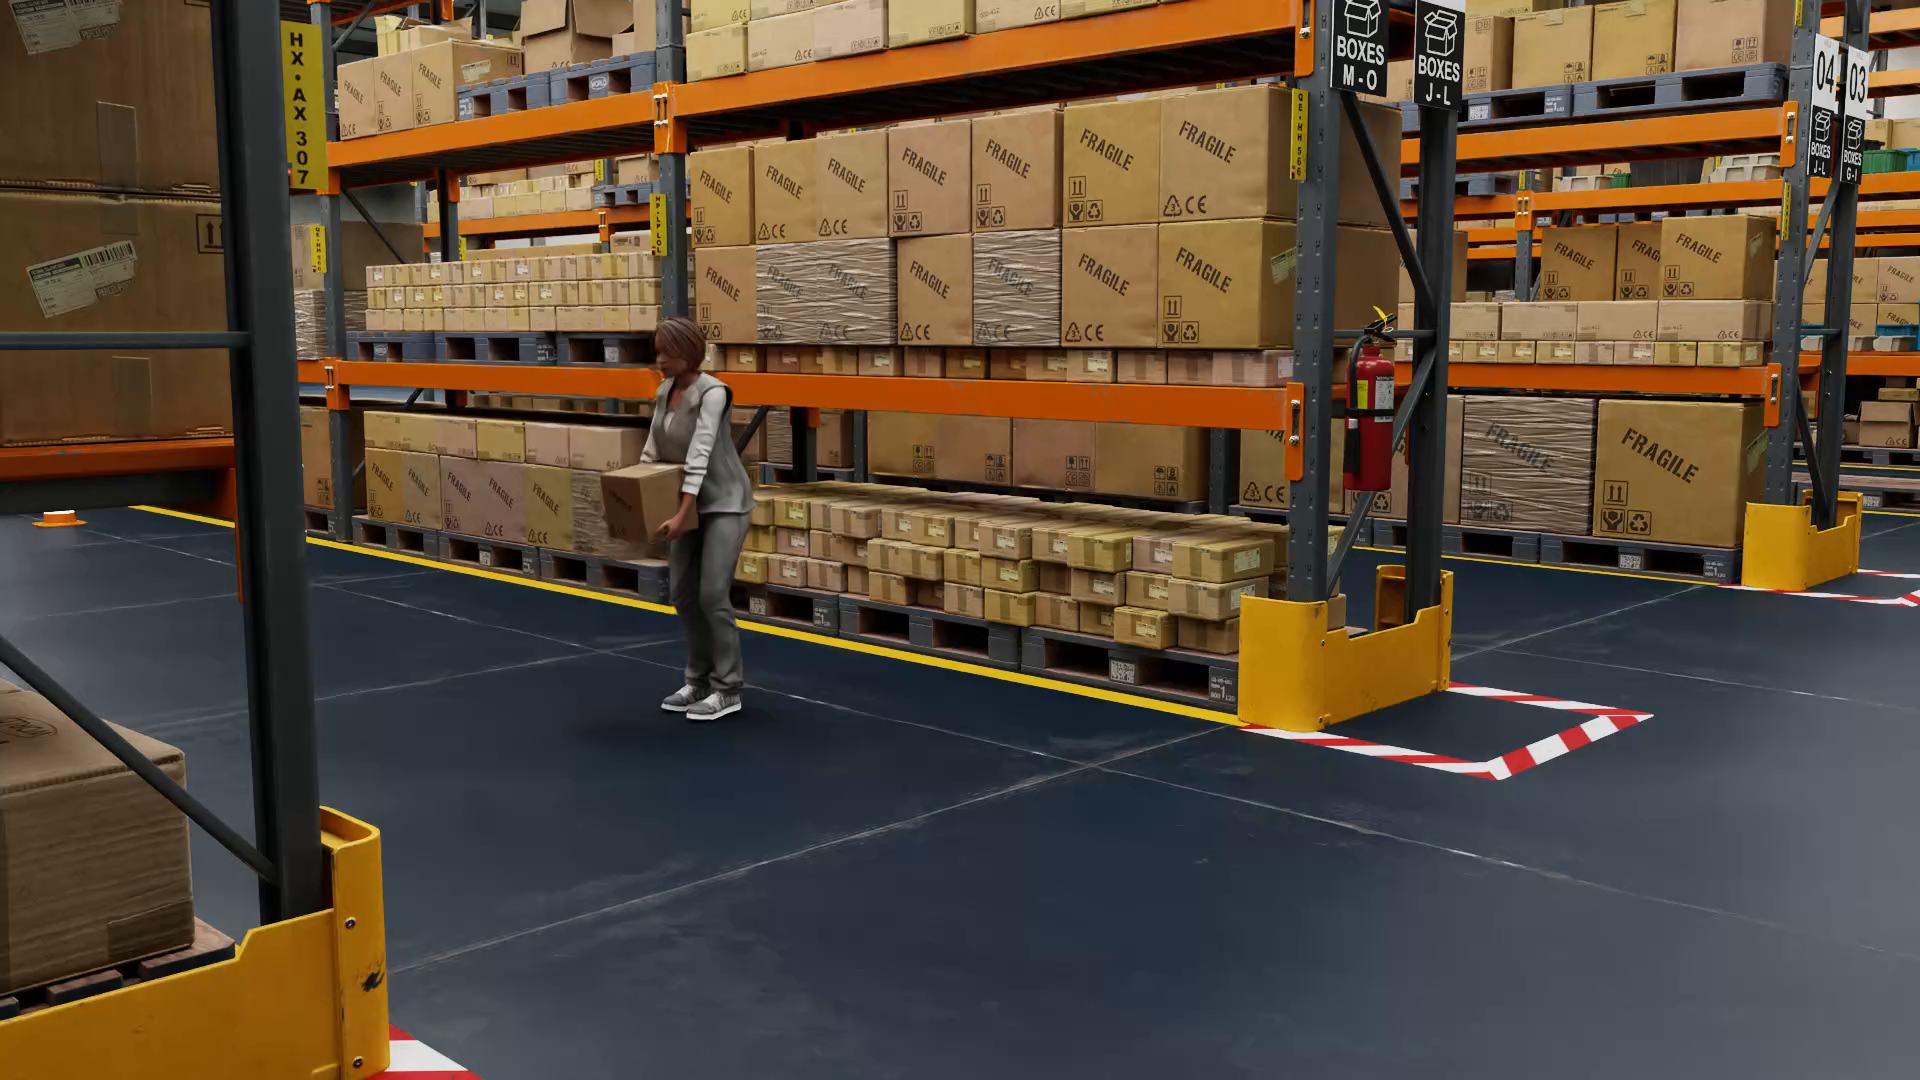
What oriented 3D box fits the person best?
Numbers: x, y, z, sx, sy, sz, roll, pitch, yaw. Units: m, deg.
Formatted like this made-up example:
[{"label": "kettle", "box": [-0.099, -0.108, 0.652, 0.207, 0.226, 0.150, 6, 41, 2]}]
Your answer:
[{"label": "person", "box": [-1.059, -0.075, 6.551, 0.372, 1.565, 0.524, 7, 10, 42]}]
